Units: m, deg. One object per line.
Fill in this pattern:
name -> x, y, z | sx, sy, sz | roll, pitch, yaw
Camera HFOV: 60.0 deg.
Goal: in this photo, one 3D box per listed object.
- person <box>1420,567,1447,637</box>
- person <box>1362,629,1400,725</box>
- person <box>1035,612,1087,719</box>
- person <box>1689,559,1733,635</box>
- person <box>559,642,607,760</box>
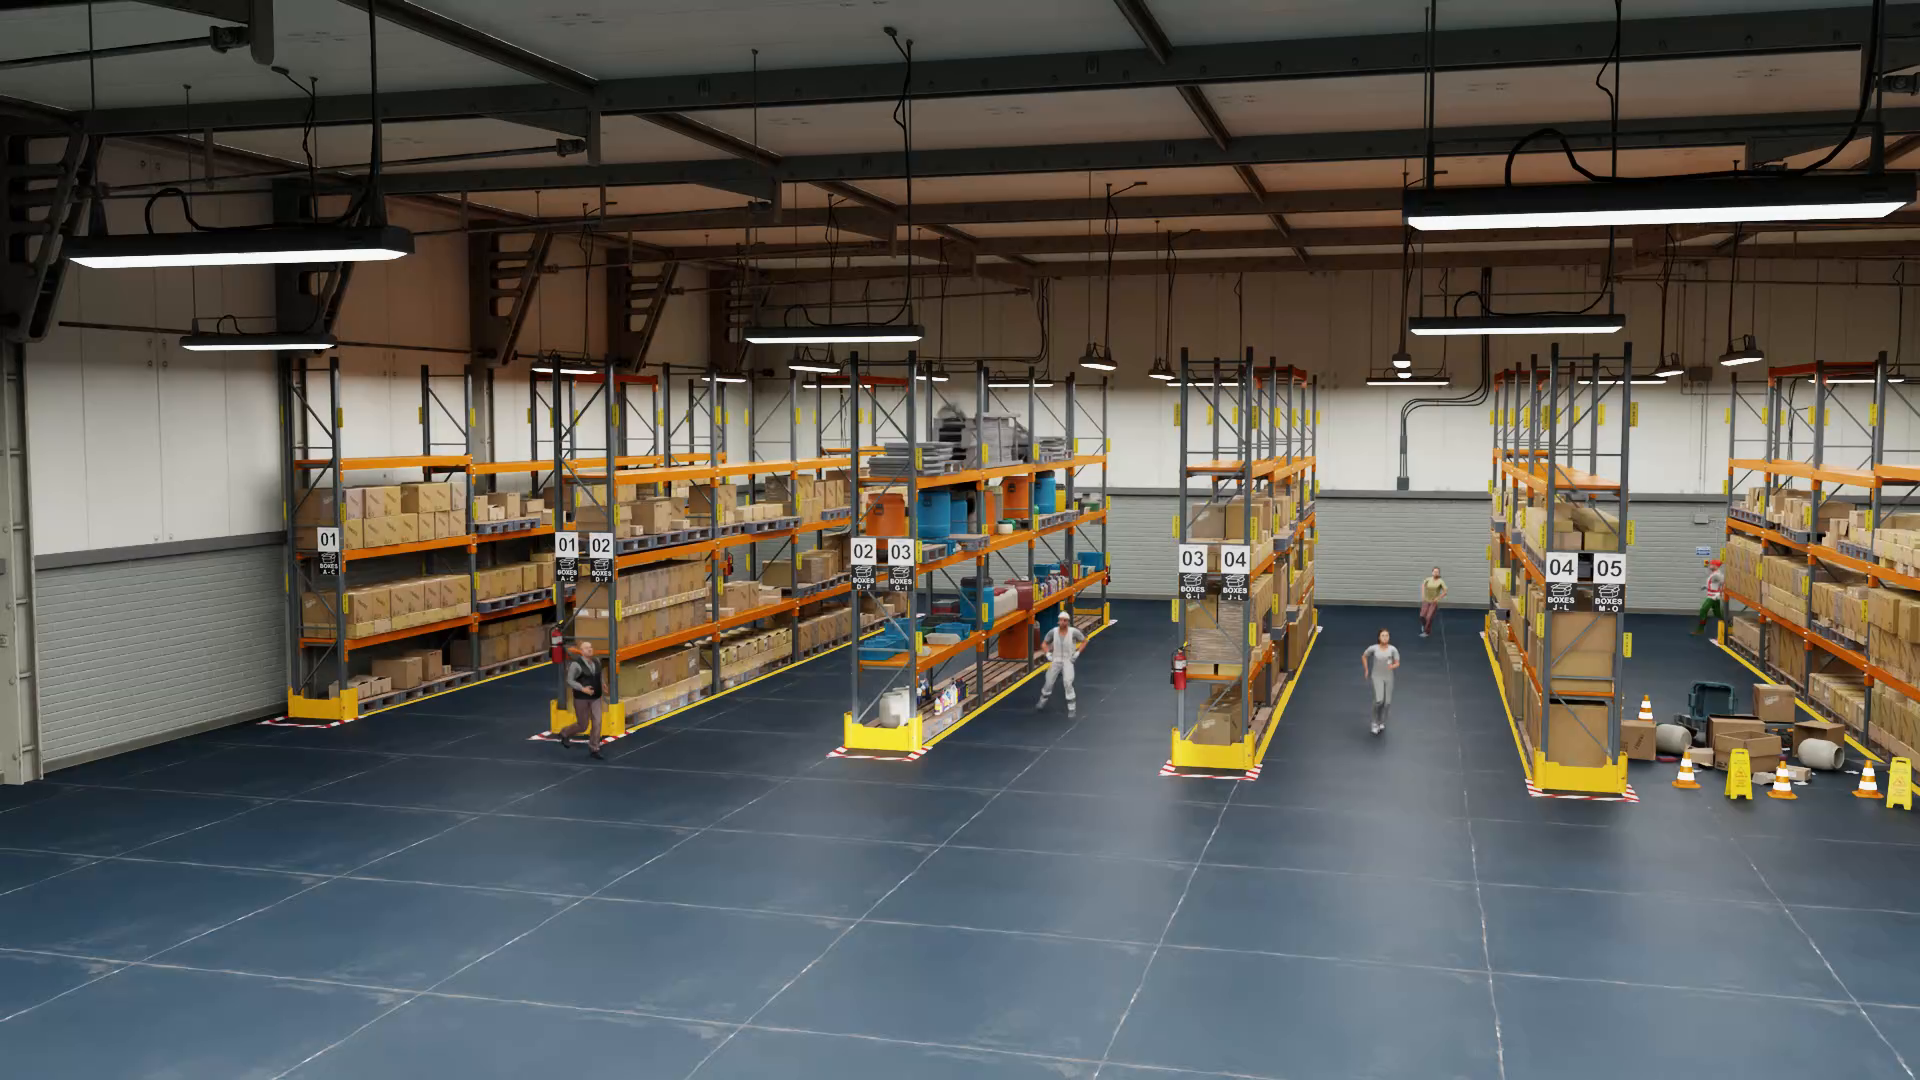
person -> 10.818, 1.416, 37.990 | 0.615, 1.617, 0.526 | 3, 5, 32
person -> 6.684, 2.190, 26.335 | 0.539, 1.576, 0.665 | 0, 4, 1
person -> 1.682, 2.081, 28.017 | 0.898, 1.774, 0.766 | 1, 4, 12
person -> 17.212, 1.315, 38.029 | 0.935, 1.781, 0.725 | 2, 5, 23
person -> -5.536, 2.357, 24.600 | 0.848, 1.723, 0.669 | 4, 6, 43
